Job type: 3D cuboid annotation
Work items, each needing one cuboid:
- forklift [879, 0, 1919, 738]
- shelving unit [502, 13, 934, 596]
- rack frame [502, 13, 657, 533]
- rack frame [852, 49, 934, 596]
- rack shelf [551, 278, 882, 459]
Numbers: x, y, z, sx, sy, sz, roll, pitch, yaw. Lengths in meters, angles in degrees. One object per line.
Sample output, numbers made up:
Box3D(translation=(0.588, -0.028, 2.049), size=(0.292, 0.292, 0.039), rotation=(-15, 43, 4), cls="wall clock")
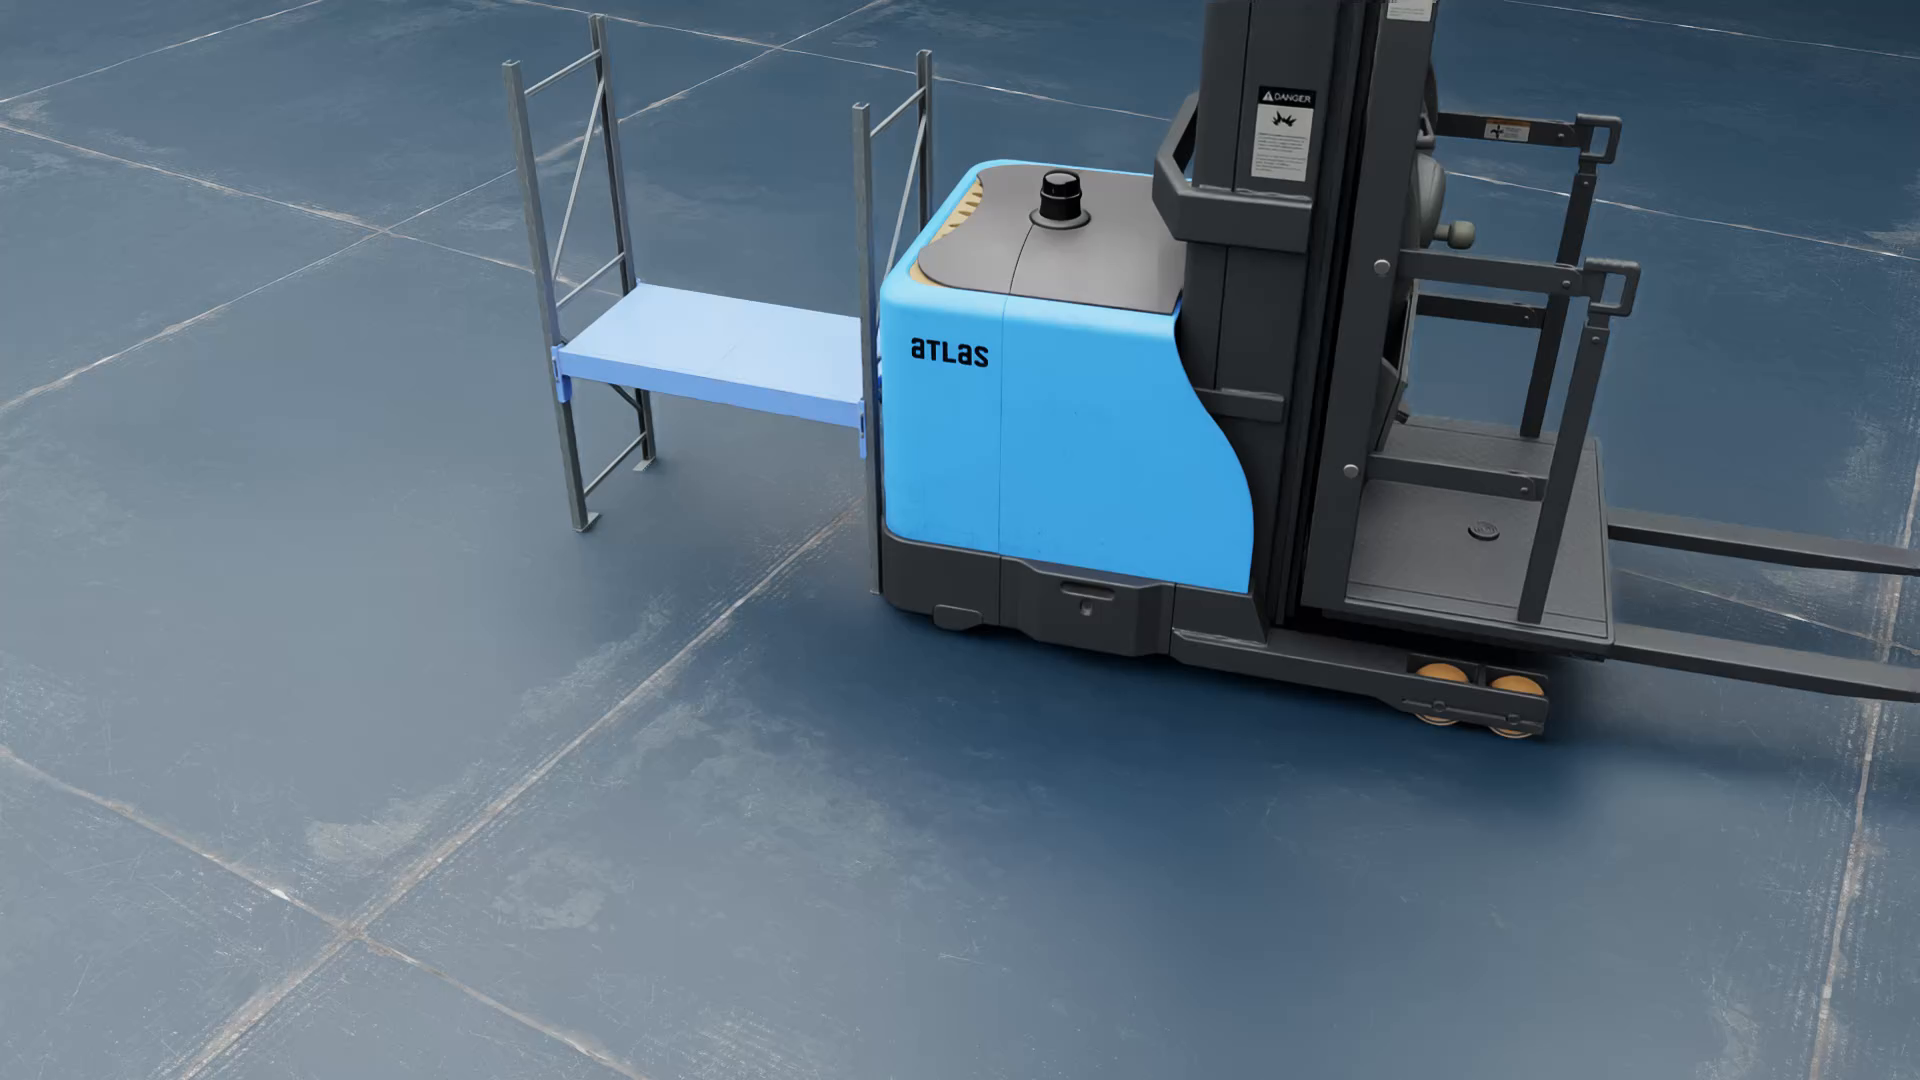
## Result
Box3D(translation=(1.349, -1.018, 4.135), size=(3.031, 2.935, 1.130), rotation=(9, 35, 13), cls="forklift")
Box3D(translation=(-0.653, -0.684, 4.924), size=(1.048, 1.500, 0.538), rotation=(11, 35, 16), cls="shelving unit")
Box3D(translation=(-1.132, -0.779, 5.066), size=(0.032, 1.500, 0.500), rotation=(11, 35, 16), cls="rack frame")
Box3D(translation=(-0.174, -0.590, 4.783), size=(0.032, 1.500, 0.500), rotation=(11, 35, 16), cls="rack frame")
Box3D(translation=(-0.653, -0.535, 5.024), size=(1.000, 0.185, 0.538), rotation=(11, 35, 16), cls="rack shelf")
